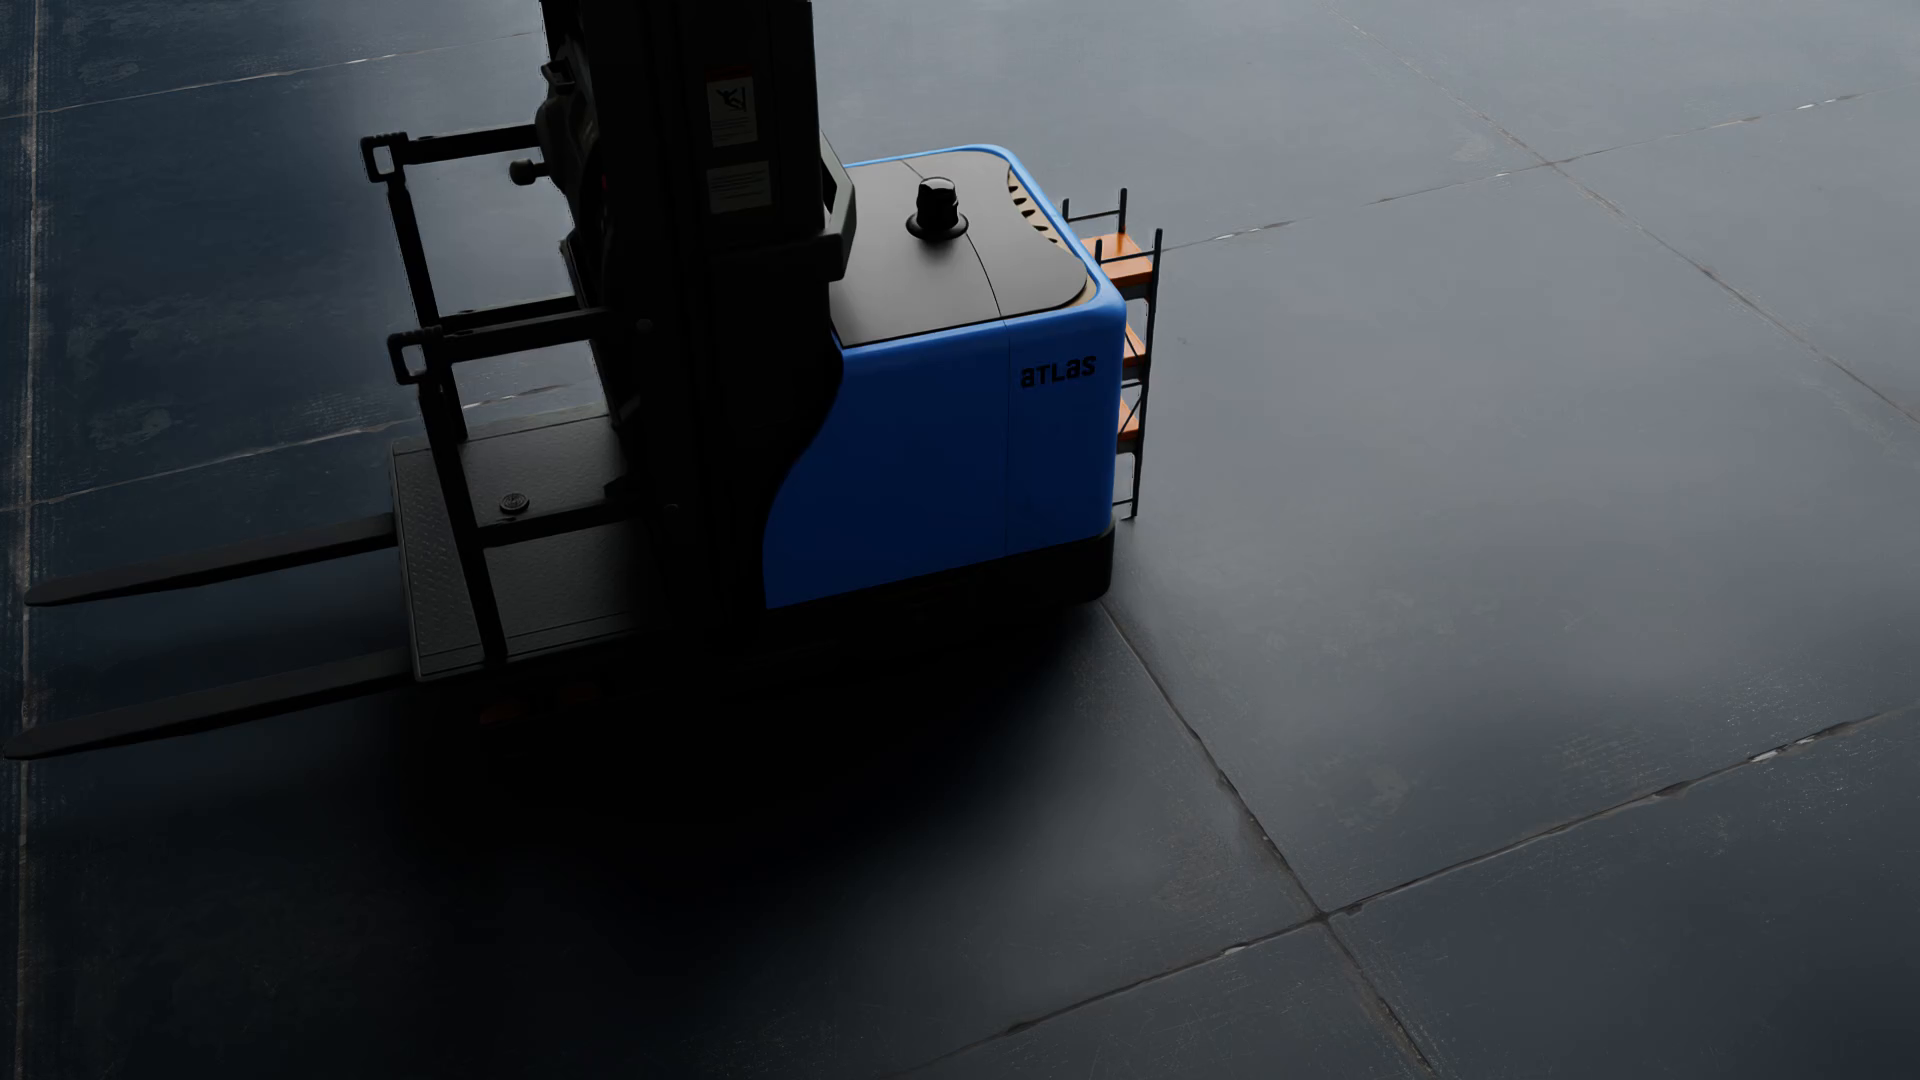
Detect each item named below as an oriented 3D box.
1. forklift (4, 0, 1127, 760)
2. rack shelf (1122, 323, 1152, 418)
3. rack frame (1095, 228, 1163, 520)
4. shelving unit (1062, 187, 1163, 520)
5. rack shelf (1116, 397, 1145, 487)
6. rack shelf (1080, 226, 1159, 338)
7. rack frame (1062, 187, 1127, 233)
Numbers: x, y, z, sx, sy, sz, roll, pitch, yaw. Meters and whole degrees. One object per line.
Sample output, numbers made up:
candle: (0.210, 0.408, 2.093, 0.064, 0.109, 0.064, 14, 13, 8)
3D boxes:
forklift: (-1.121, -0.905, 4.054, 3.031, 2.935, 1.130, -12, 42, -14)
rack shelf: (0.431, -0.520, 5.065, 0.215, 0.259, 0.240, -13, 42, -15)
rack frame: (0.471, -0.453, 4.971, 0.200, 1.050, 0.008, -13, 42, -15)
shelving unit: (0.431, -0.528, 5.058, 0.215, 1.050, 0.252, -13, 42, -15)
rack shelf: (0.431, -0.309, 5.246, 0.215, 0.259, 0.240, -13, 42, -15)
rack shelf: (0.431, -0.735, 4.880, 0.215, 0.259, 0.240, -13, 42, -15)
rack frame: (0.390, -0.603, 5.146, 0.200, 1.050, 0.008, -13, 42, -15)
